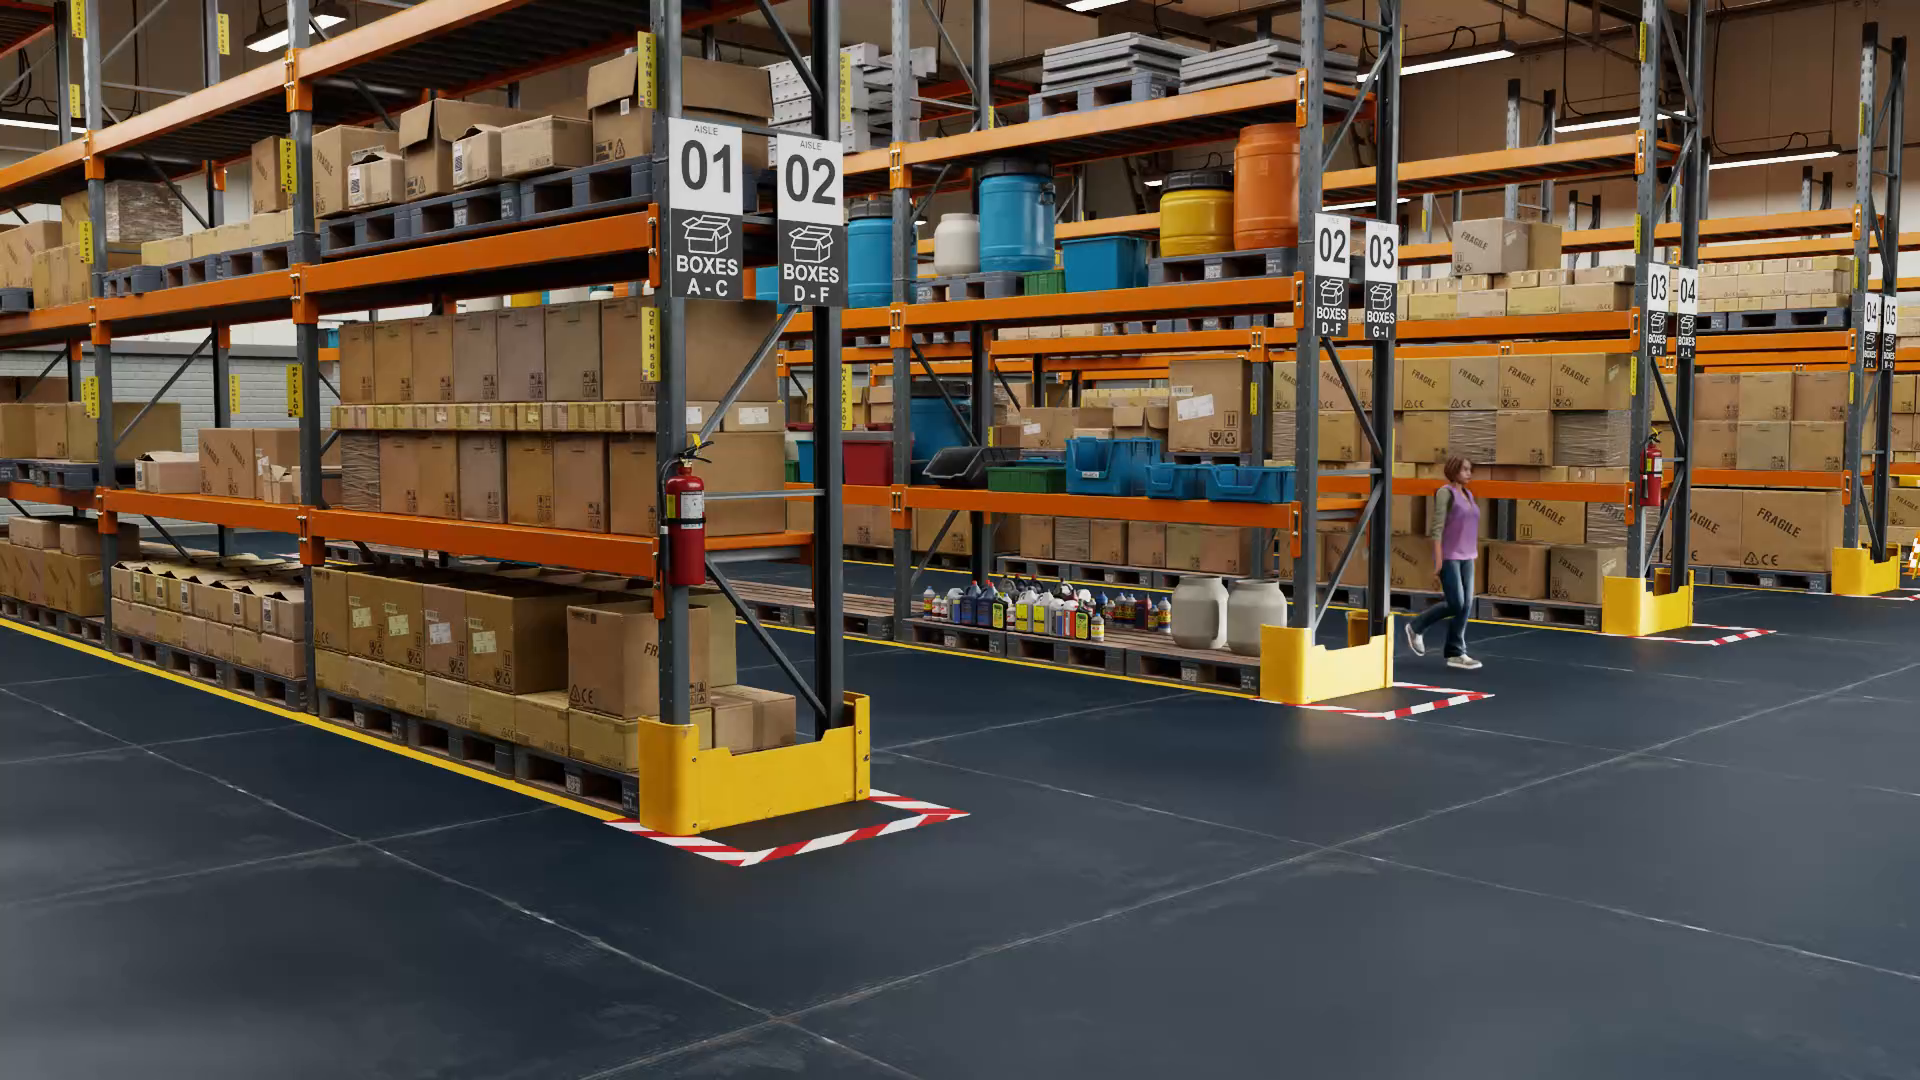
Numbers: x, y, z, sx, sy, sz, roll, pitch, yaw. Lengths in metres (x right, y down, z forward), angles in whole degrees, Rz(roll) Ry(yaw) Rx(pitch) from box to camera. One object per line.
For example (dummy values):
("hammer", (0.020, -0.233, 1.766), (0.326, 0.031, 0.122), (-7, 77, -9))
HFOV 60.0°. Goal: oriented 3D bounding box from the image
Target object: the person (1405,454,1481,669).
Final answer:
("person", (3.632, 0.152, 12.400), (0.426, 1.588, 0.574), (-4, 6, -41))
